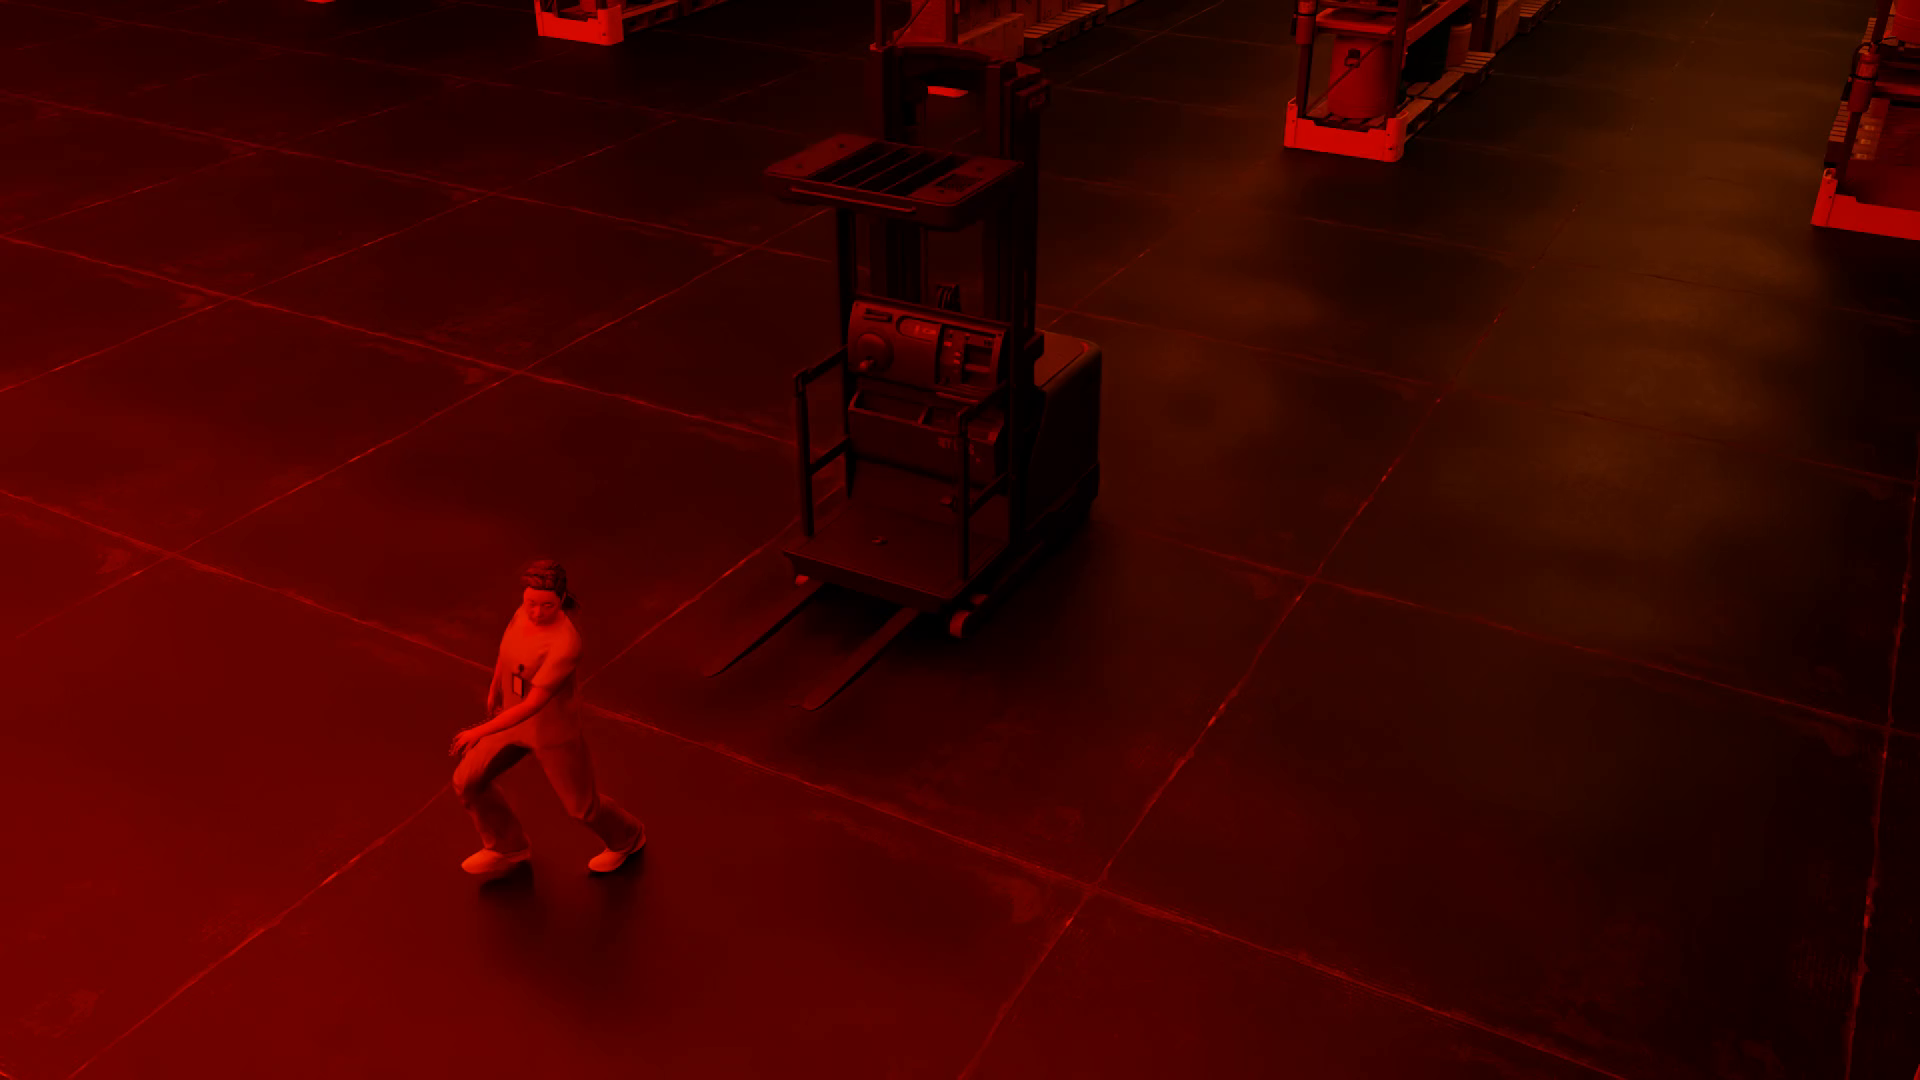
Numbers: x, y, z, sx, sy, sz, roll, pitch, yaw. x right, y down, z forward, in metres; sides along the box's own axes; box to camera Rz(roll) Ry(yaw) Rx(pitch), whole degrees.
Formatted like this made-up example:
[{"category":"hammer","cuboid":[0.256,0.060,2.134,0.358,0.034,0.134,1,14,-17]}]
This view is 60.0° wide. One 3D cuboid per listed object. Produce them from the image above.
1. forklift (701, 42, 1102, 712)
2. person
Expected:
[{"category":"forklift","cuboid":[-0.290,-0.985,8.777,1.130,2.935,3.031,15,33,25]},{"category":"person","cuboid":[-1.839,0.783,7.061,0.603,1.590,0.775,21,36,32]}]
